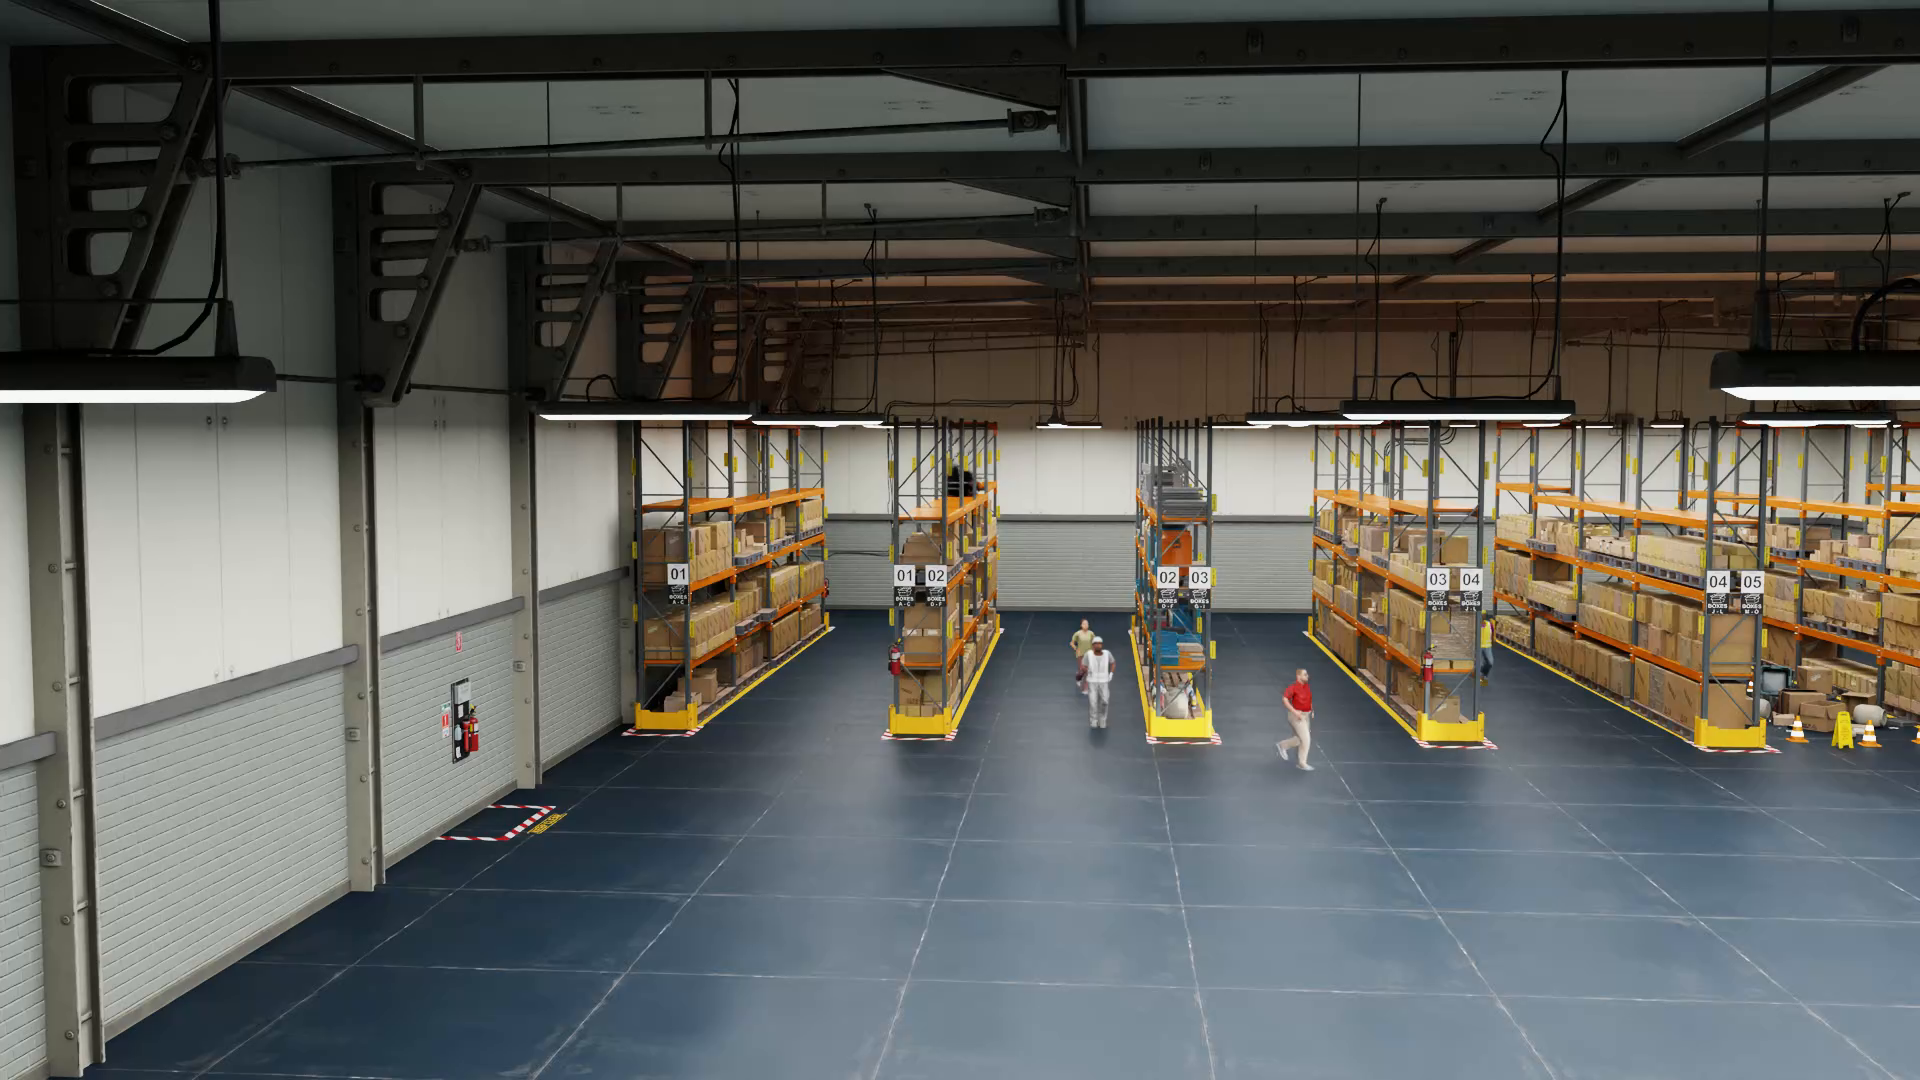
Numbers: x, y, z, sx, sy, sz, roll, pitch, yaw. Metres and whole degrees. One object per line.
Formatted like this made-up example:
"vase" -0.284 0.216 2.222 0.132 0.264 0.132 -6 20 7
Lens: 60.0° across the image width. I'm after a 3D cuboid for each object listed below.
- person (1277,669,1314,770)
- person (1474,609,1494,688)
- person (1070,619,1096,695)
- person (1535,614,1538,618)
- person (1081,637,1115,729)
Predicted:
"person" 5.745 3.046 28.413 0.768 1.715 0.695 3 5 41
"person" 11.688 2.423 37.167 0.677 1.772 0.649 0 4 -2
"person" 2.711 2.531 36.279 0.596 1.633 0.762 -1 4 -12
"person" 16.312 1.857 47.217 0.700 1.582 0.521 -3 5 -36
"person" 2.662 2.760 31.958 0.670 1.797 0.596 0 4 1
